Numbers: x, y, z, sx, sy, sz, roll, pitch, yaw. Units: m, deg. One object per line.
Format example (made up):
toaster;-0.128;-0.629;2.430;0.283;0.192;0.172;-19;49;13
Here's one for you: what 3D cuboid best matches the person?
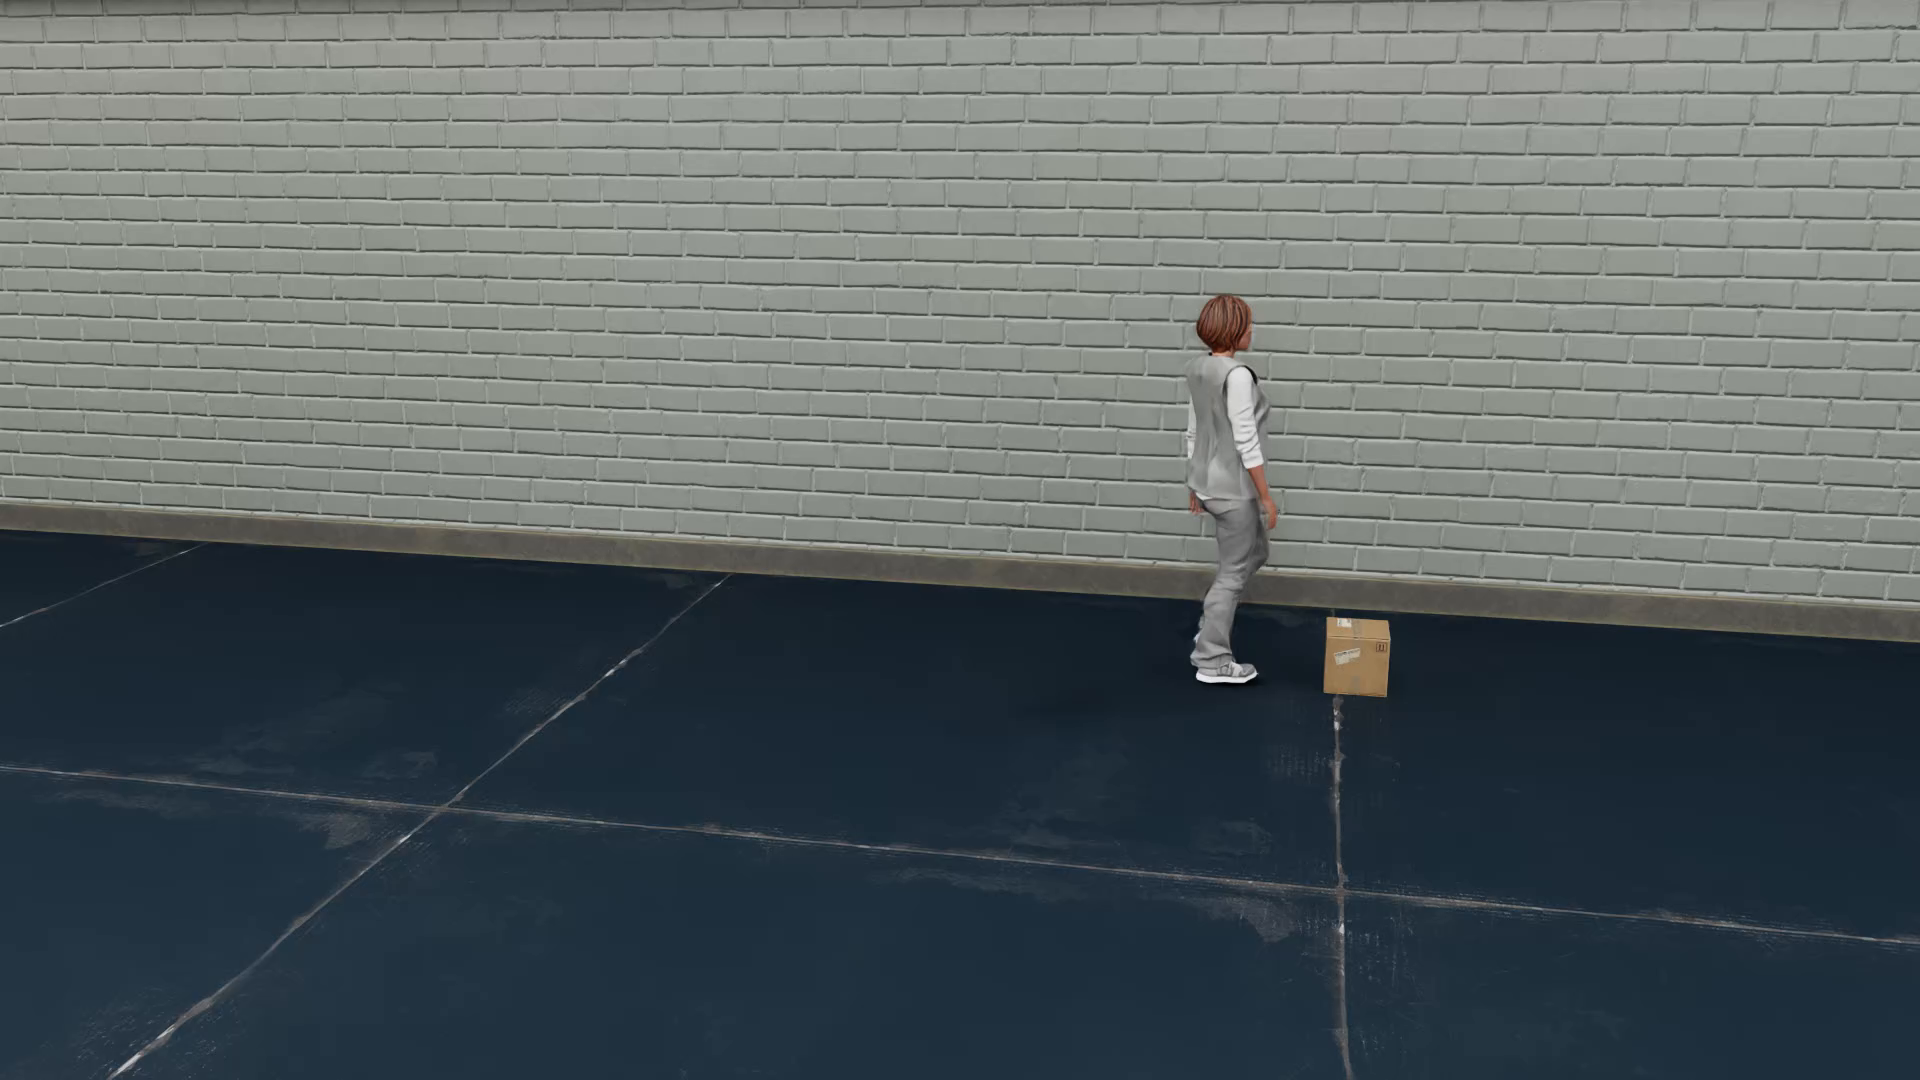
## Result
person;1.127;-0.184;6.693;0.408;1.604;0.466;-4;15;-15
